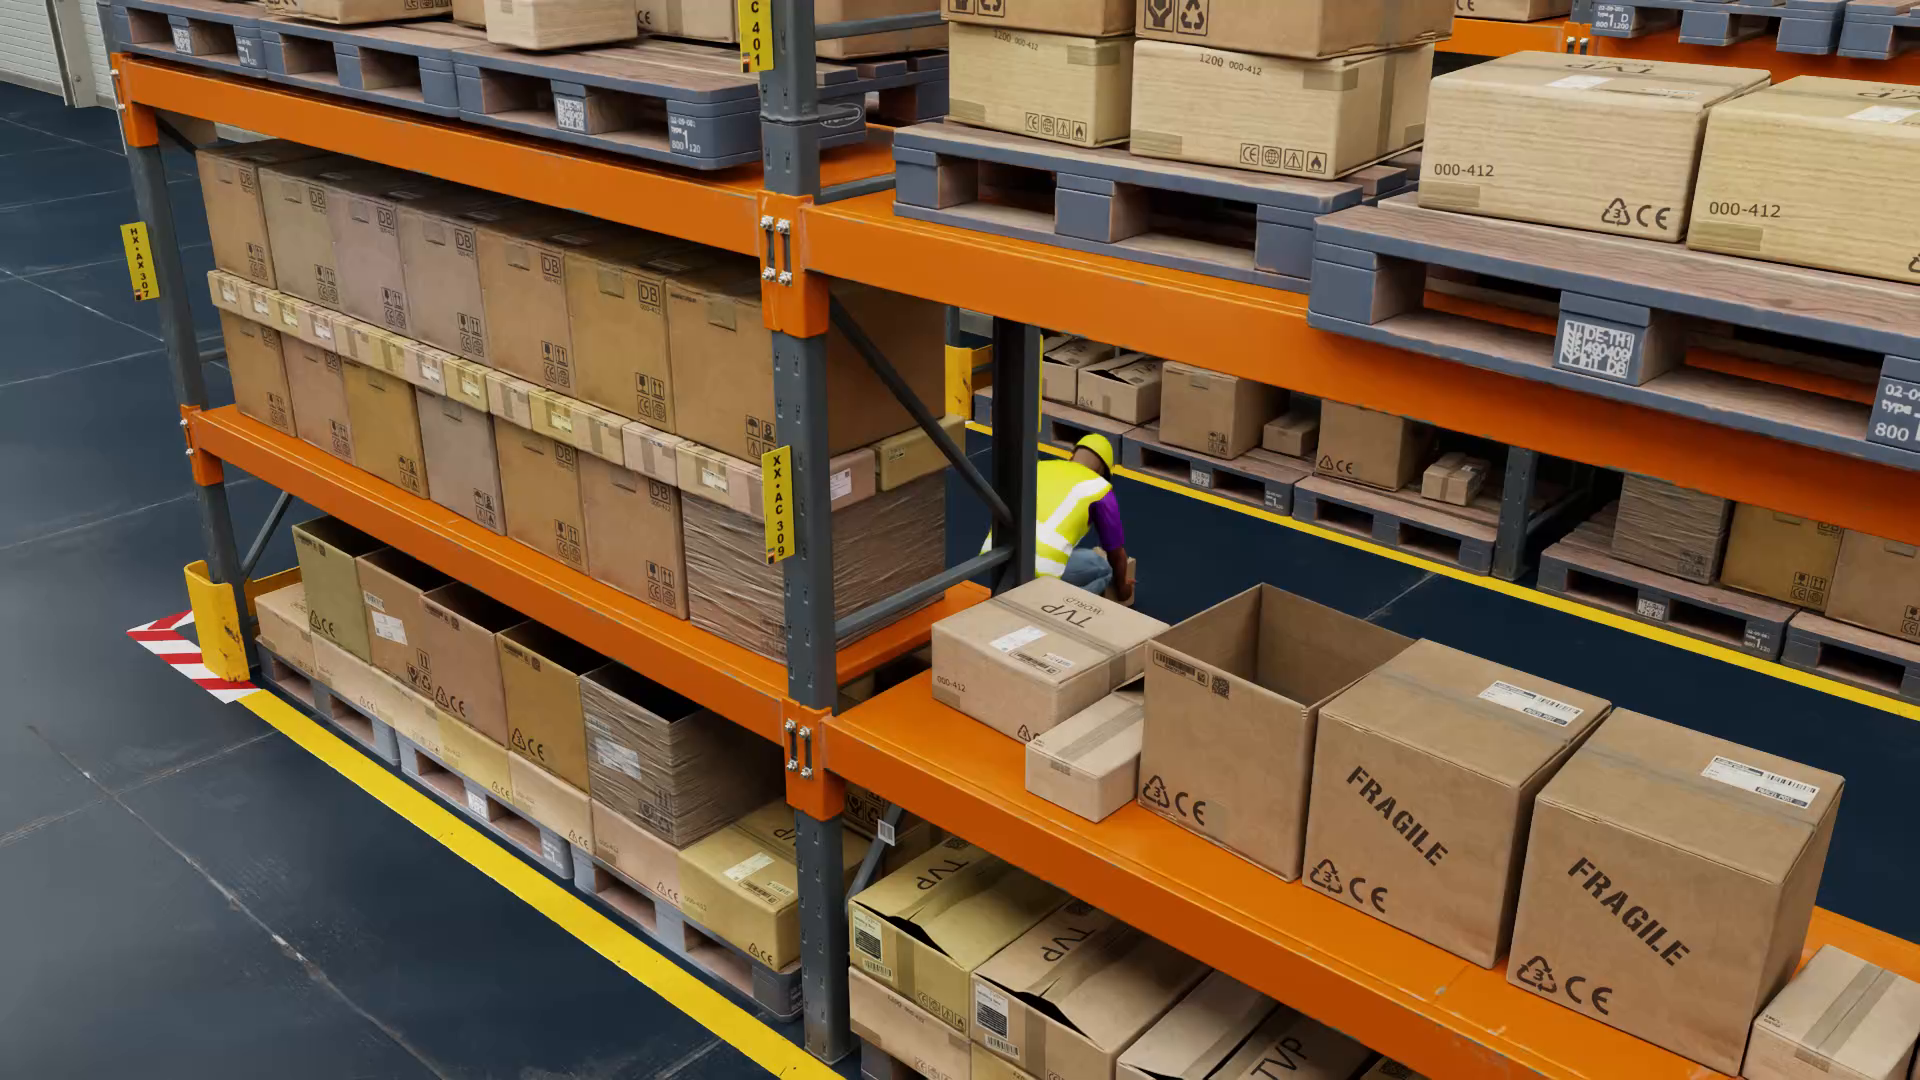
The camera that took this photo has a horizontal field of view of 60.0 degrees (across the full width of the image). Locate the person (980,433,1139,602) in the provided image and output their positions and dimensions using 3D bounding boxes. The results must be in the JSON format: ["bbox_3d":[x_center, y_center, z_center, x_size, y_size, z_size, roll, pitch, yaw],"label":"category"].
[{"bbox_3d":[0.460,0.008,8.118,0.569,0.914,0.897,20,31,38],"label":"person"}]
